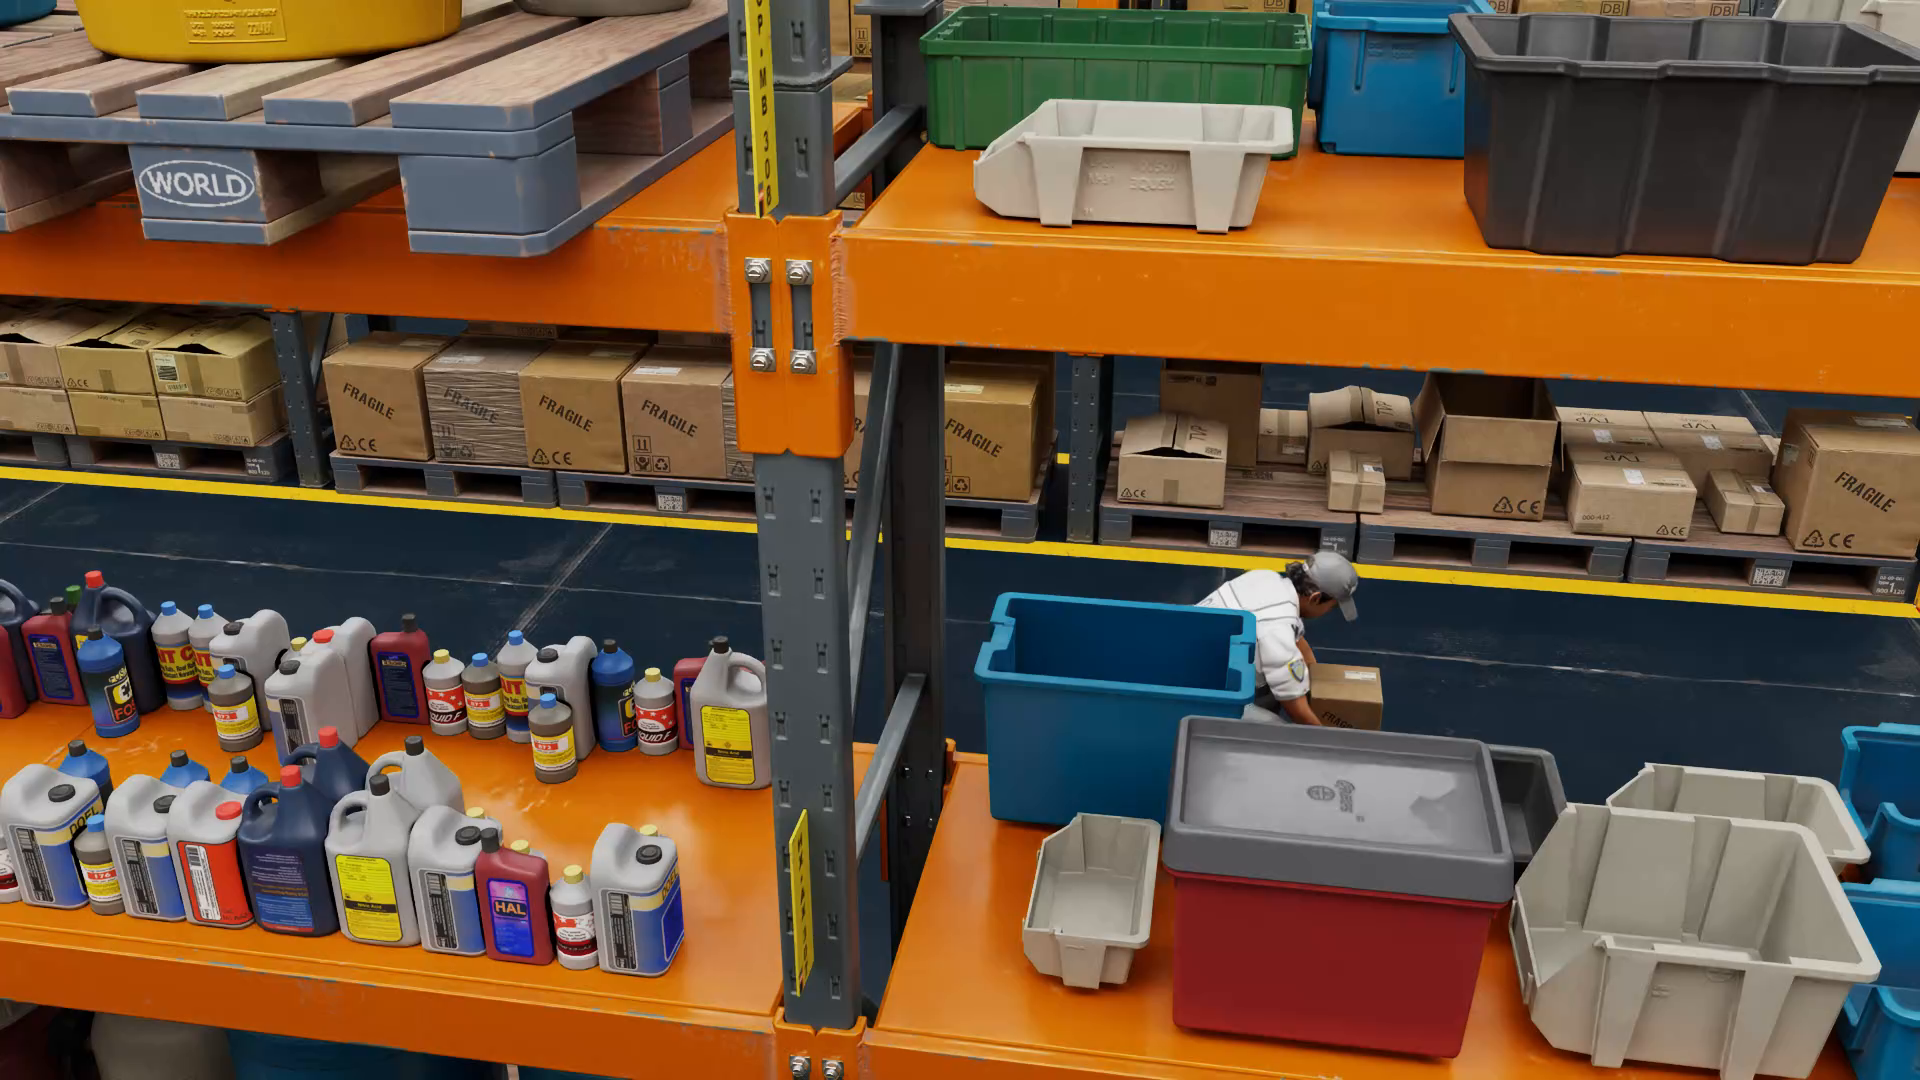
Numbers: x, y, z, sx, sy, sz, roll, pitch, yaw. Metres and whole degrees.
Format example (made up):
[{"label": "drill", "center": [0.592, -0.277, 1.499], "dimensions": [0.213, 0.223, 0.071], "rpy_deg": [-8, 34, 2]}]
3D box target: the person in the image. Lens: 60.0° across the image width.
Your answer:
[{"label": "person", "center": [1.031, 0.478, 5.961], "dimensions": [0.846, 0.937, 0.516], "rpy_deg": [4, 25, 9]}]
